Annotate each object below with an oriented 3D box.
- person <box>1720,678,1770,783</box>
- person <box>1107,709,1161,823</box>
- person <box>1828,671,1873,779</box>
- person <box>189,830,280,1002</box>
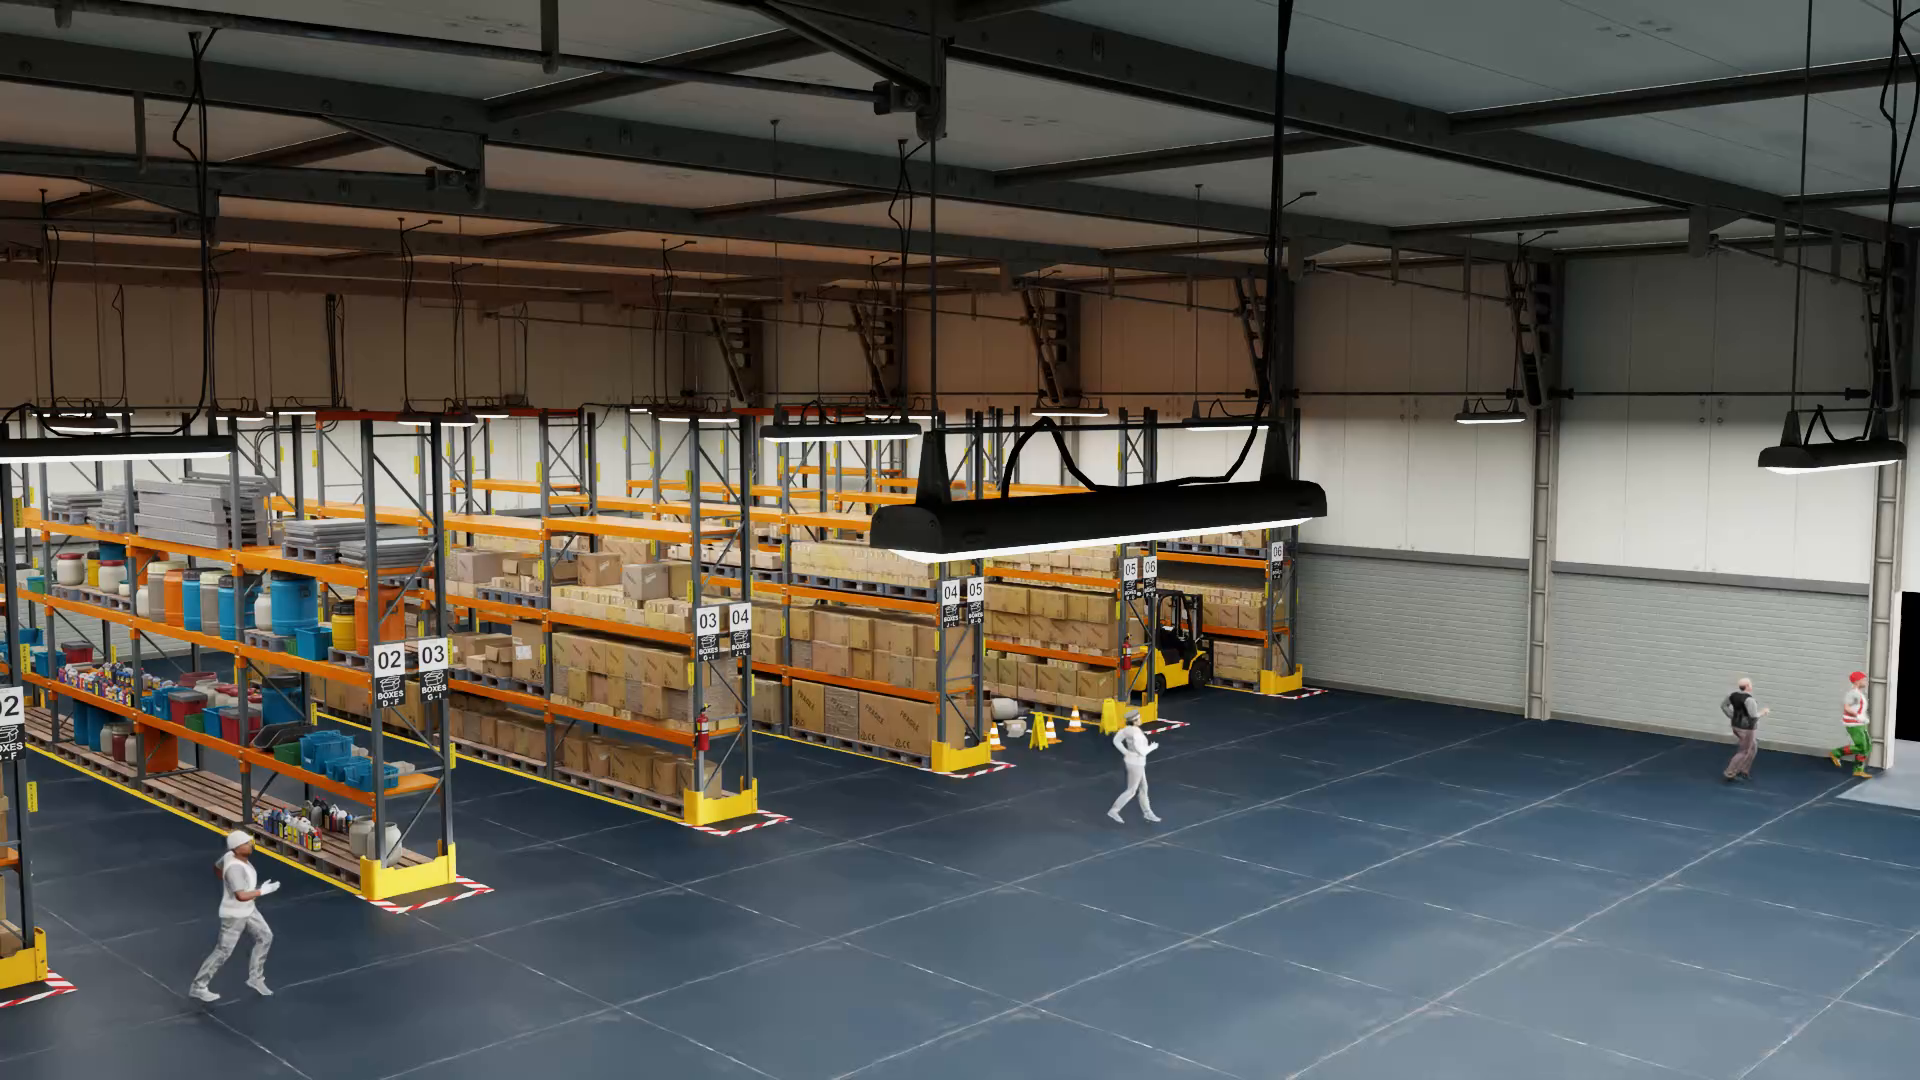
[{"bbox_3d":[12.692,3.099,26.876,0.711,1.763,0.637,0,5,-2],"label":"person"},{"bbox_3d":[2.552,3.306,24.286,0.852,1.708,0.605,-1,5,-10],"label":"person"},{"bbox_3d":[14.744,3.036,27.466,0.668,1.759,0.697,4,7,40],"label":"person"},{"bbox_3d":[-7.537,3.913,17.298,0.910,1.824,0.698,-1,5,-15],"label":"person"}]
